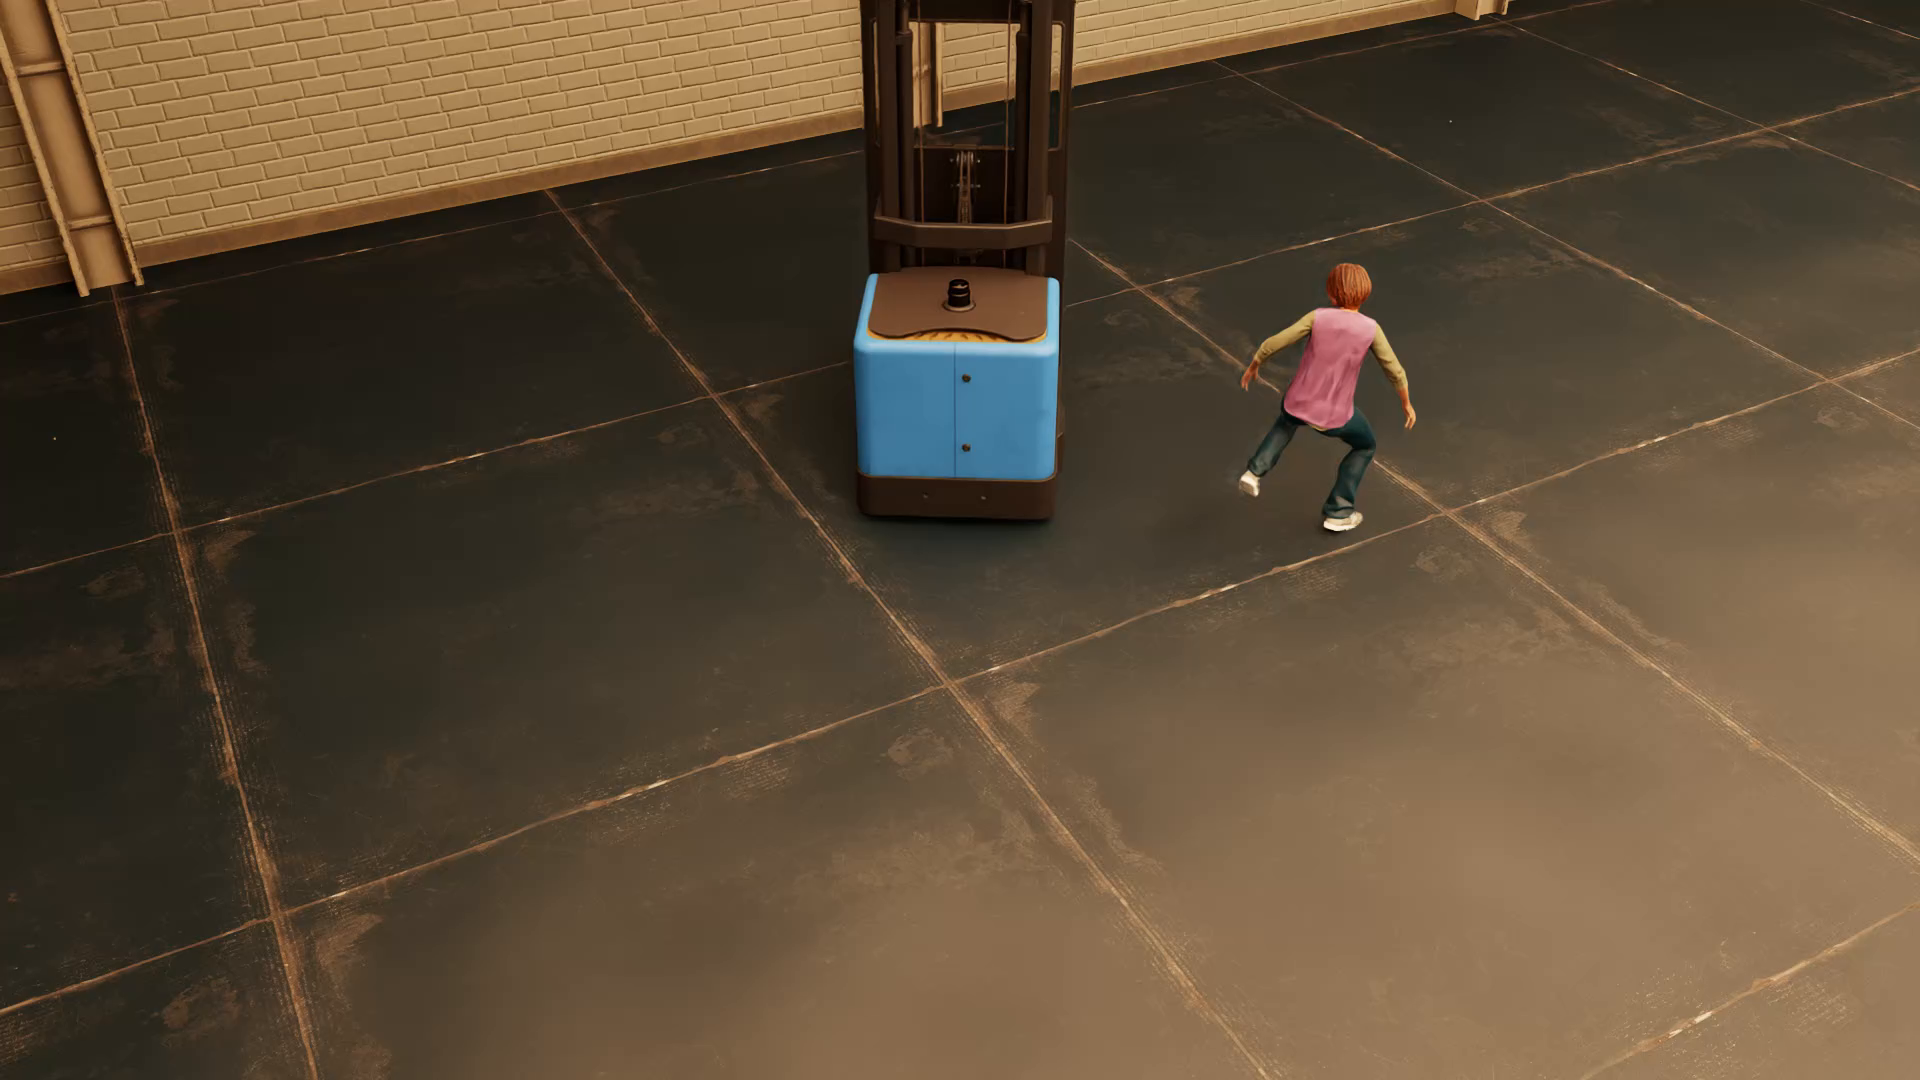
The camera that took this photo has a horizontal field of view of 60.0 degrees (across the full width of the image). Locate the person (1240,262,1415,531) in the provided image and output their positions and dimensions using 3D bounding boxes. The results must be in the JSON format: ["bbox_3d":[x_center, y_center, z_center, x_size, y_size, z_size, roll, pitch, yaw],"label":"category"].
[{"bbox_3d":[1.860,-0.711,8.424,0.845,1.485,0.456,19,39,25],"label":"person"}]

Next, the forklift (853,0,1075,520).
[{"bbox_3d":[0.052,-2.129,9.135,1.130,2.935,3.031,2,35,2],"label":"forklift"}]
